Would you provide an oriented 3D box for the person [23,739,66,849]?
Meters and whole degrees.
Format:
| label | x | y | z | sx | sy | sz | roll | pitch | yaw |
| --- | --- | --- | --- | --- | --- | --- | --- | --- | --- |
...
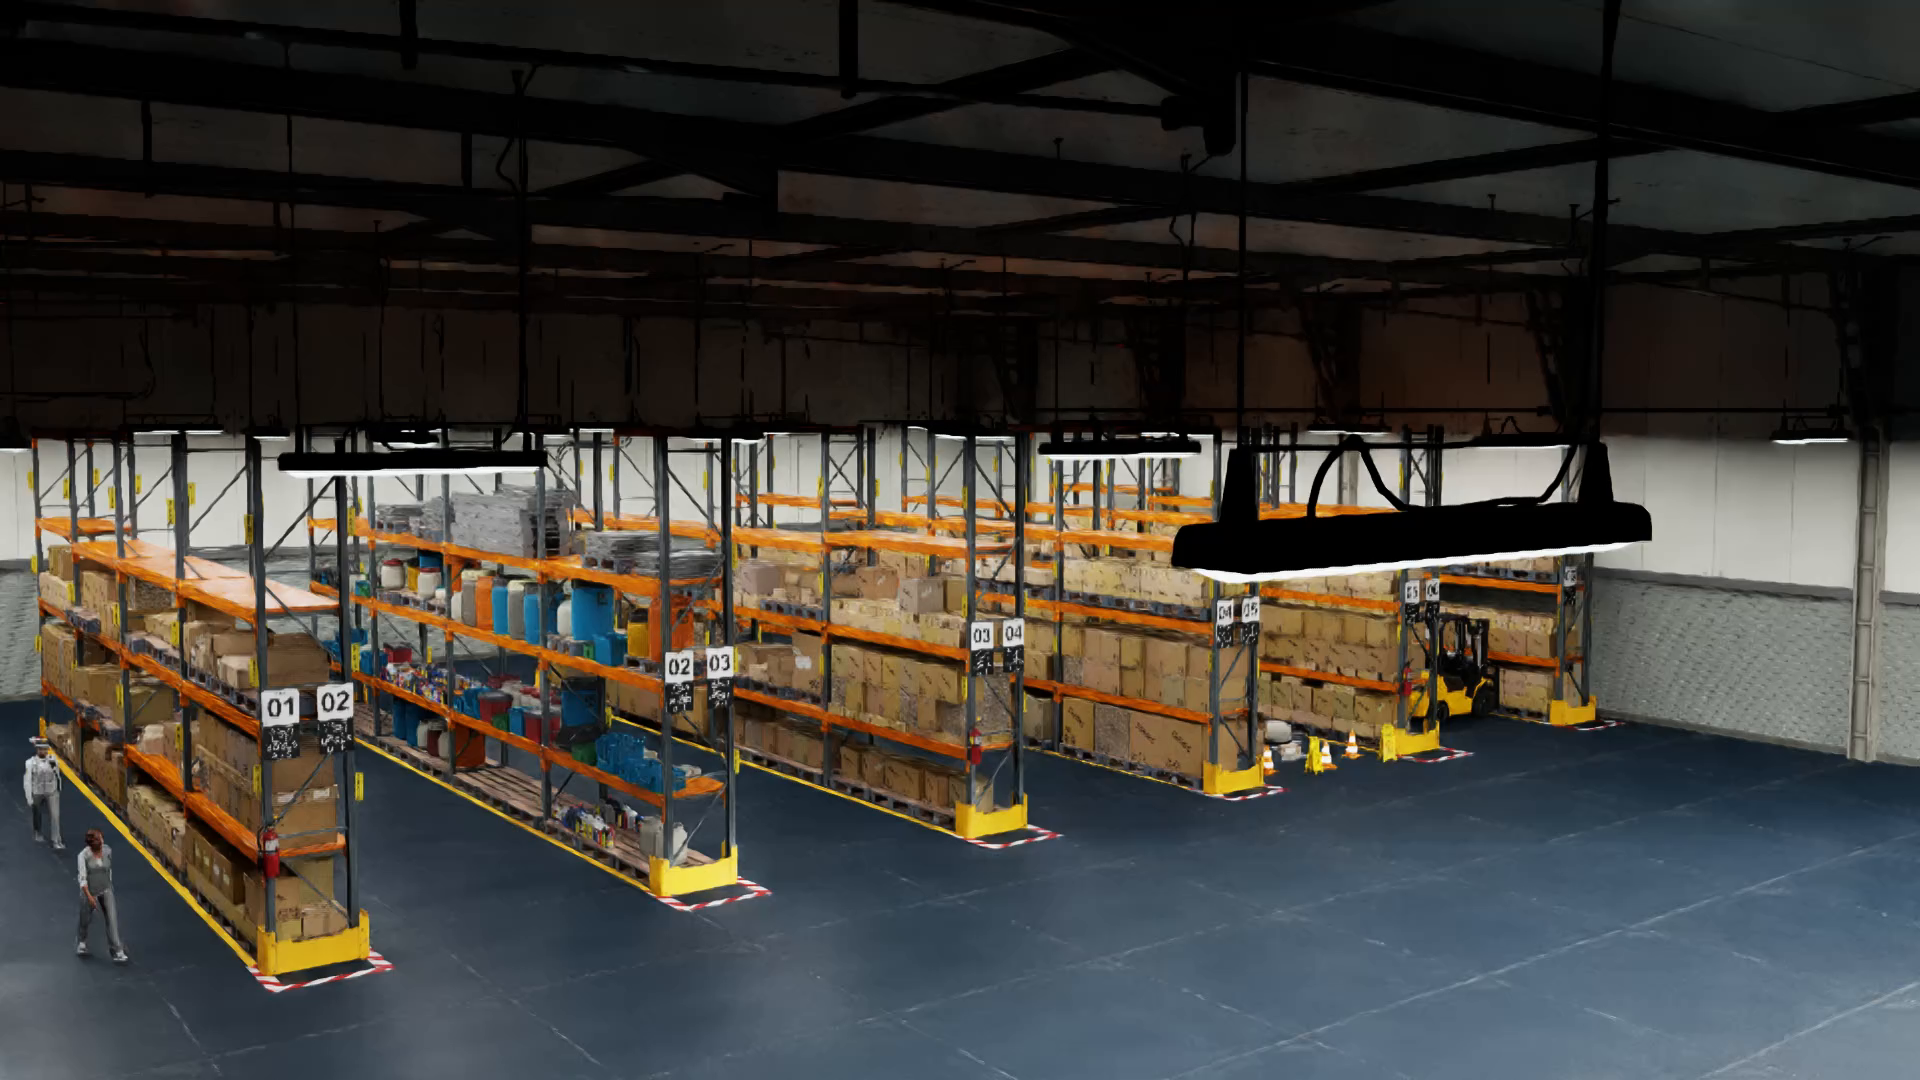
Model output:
| label | x | y | z | sx | sy | sz | roll | pitch | yaw |
| --- | --- | --- | --- | --- | --- | --- | --- | --- | --- |
| person | -13.222 | 3.634 | 23.982 | 0.495 | 1.589 | 1.086 | -3 | 5 | -34 |

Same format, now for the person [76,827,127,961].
| label | x | y | z | sx | sy | sz | roll | pitch | yaw |
| --- | --- | --- | --- | --- | --- | --- | --- | --- | --- |
| person | -9.933 | 4.049 | 19.110 | 0.412 | 1.533 | 0.955 | -4 | 6 | -45 |

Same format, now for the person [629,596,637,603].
| label | x | y | z | sx | sy | sz | roll | pitch | yaw |
| --- | --- | --- | --- | --- | --- | --- | --- | --- | --- |
| person | -8.235 | 2.217 | 41.868 | 0.543 | 1.644 | 1.119 | -4 | 6 | -39 |
